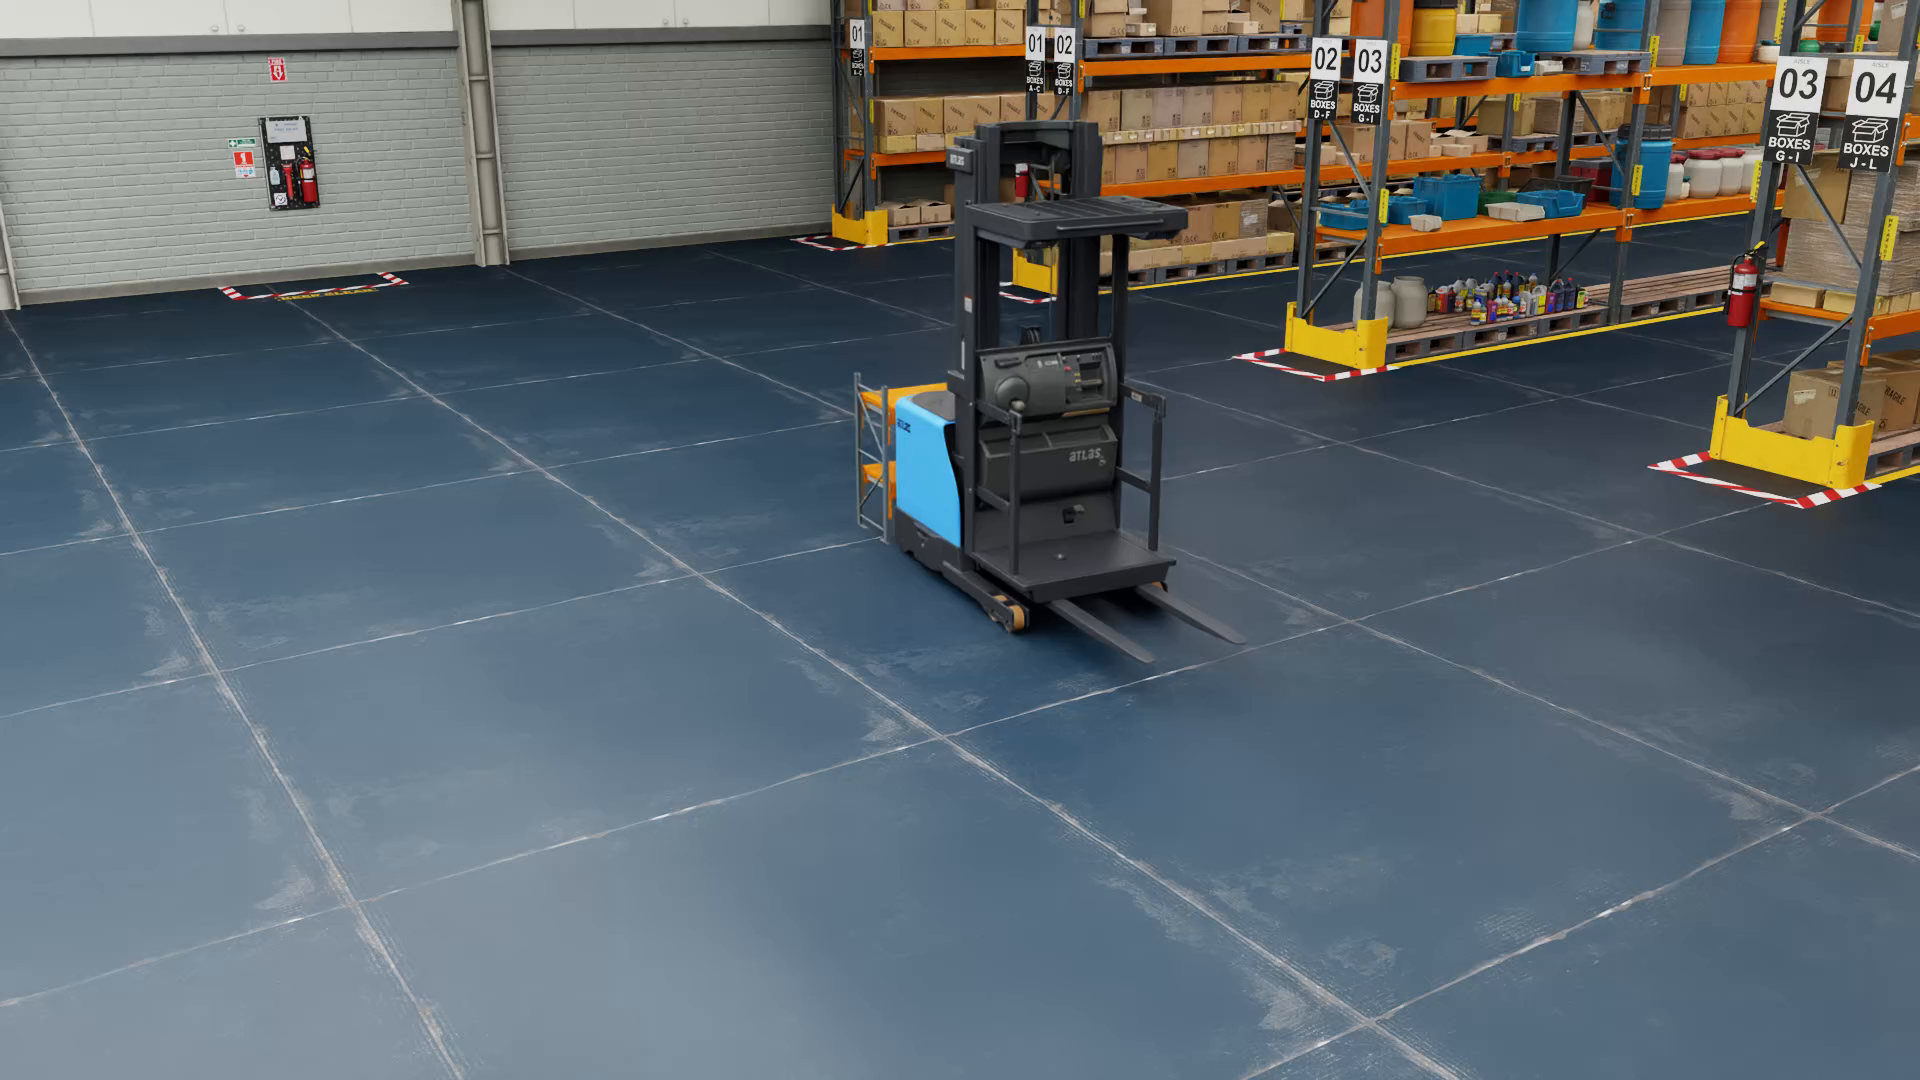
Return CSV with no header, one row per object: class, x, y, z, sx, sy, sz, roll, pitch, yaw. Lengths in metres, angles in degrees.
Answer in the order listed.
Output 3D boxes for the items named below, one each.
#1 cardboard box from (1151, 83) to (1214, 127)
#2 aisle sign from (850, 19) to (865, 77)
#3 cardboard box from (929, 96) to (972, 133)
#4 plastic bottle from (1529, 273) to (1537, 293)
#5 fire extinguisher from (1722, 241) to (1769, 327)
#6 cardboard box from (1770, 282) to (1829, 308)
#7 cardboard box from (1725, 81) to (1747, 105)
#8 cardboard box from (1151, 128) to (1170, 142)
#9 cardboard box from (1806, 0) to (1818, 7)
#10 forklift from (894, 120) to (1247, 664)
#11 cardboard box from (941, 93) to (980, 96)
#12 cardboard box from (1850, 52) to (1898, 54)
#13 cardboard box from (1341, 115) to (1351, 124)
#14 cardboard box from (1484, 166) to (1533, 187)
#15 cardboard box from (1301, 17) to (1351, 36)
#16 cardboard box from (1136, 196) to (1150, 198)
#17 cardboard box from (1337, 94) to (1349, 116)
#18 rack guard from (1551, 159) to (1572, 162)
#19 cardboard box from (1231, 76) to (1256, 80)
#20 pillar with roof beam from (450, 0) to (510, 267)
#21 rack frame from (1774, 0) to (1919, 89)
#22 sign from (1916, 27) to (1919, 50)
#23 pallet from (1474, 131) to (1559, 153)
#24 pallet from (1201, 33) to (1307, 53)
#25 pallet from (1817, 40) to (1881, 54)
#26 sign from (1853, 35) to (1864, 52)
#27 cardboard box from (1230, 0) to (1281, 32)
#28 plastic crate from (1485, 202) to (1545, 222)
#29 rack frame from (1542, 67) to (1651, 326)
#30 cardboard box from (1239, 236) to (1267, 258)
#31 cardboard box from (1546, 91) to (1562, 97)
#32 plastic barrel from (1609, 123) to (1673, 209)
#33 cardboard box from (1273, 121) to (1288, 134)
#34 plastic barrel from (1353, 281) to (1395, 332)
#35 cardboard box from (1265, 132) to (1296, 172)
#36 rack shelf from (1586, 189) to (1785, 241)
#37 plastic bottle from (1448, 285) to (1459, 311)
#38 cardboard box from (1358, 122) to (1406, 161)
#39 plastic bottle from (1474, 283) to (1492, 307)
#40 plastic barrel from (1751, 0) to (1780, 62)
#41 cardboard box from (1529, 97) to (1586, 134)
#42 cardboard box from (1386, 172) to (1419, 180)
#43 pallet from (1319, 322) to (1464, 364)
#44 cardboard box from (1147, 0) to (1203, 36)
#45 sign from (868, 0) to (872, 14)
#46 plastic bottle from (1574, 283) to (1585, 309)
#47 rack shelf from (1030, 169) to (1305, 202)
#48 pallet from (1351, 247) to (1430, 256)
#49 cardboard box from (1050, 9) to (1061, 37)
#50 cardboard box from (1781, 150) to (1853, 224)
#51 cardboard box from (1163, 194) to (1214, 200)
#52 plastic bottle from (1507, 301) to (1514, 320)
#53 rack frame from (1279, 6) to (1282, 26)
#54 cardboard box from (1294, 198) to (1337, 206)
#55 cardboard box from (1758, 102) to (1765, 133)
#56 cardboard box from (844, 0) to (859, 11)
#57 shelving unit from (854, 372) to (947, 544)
cardboard box,2.861,-5.648,21.587,0.500,0.500,0.700,-12,22,-31
aisle sign,-1.478,-7.090,23.974,0.004,0.787,0.394,-12,22,-31
cardboard box,-0.166,-6.422,25.090,0.500,0.500,0.500,-13,22,-33
plastic bottle,6.699,-2.983,19.458,0.097,0.271,0.097,0,19,0
fire extinguisher,6.241,-2.043,13.225,0.183,0.674,0.296,-12,22,-31
cardboard box,6.714,-1.963,13.260,0.250,0.149,0.380,-12,22,-31
cardboard box,12.575,-7.451,27.383,0.500,0.500,0.500,-13,22,-33
cardboard box,2.452,-5.175,21.201,0.250,0.149,0.380,-13,23,-33
cardboard box,14.087,-9.292,28.147,0.500,0.500,0.700,-12,22,-31
forklift,0.650,-0.989,10.094,1.130,2.935,3.031,-9,21,-25
cardboard box,-0.031,-6.652,25.769,0.500,0.500,0.500,-12,22,-31
cardboard box,7.297,-3.790,13.201,0.250,0.149,0.380,-12,22,-31
cardboard box,6.776,-7.520,29.666,0.250,0.149,0.380,-12,22,-31
cardboard box,8.523,-5.654,25.831,0.500,0.250,0.500,-11,22,-29
cardboard box,5.005,-6.986,22.621,0.500,0.250,0.500,-9,21,-26
cardboard box,2.767,-5.919,27.784,0.500,0.500,0.700,-12,22,-32
cardboard box,6.502,-7.752,29.340,0.500,0.500,0.500,-12,22,-32
rack guard,11.800,-7.590,33.414,0.348,0.500,1.175,-12,22,-31
cardboard box,4.827,-7.855,28.439,0.250,0.149,0.380,-16,24,-38
pillar with roof beam,-4.118,-6.940,18.221,0.400,9.000,9.100,-12,22,-31
rack frame,6.590,-4.819,11.947,0.127,3.000,1.000,-12,22,-31
sign,6.888,-3.667,11.858,0.005,0.325,0.100,-12,22,-31
pallet,8.353,-6.083,25.355,1.003,0.211,1.213,-12,22,-31
pallet,3.787,-6.553,21.900,1.213,0.211,1.003,-12,22,-31
pallet,11.240,-6.151,20.866,1.213,0.211,1.003,-12,22,-31
sign,10.855,-5.936,20.099,0.005,0.325,0.100,-12,22,-31
cardboard box,3.919,-7.047,22.192,0.500,0.500,0.500,-10,21,-27
plastic crate,5.989,-3.527,17.906,0.437,0.136,0.530,-12,22,-31
rack frame,7.206,-4.006,18.911,0.127,3.000,1.000,-12,22,-31
cardboard box,3.795,-4.002,22.537,0.500,0.250,0.500,-12,22,-31
cardboard box,11.359,-8.819,32.679,0.700,0.700,0.980,-11,21,-29
plastic barrel,7.696,-4.230,18.792,0.708,0.901,0.600,-12,22,-31
cardboard box,4.168,-5.538,22.273,0.250,0.149,0.380,-12,22,-33
plastic barrel,4.373,-2.458,17.561,0.421,0.512,0.421,0,19,0
cardboard box,4.118,-5.299,22.579,0.500,0.500,0.700,-13,22,-33
rack shelf,8.877,-4.017,20.068,4.000,0.370,1.077,-12,22,-31
plastic bottle,5.500,-2.722,18.678,0.135,0.276,0.152,-13,22,-33
cardboard box,5.994,-5.691,23.738,0.500,0.500,0.500,-12,22,-31
plastic bottle,5.894,-2.750,18.760,0.135,0.276,0.152,-12,22,-31
plastic barrel,9.742,-6.282,20.178,0.600,0.901,0.600,0,19,0
cardboard box,9.159,-6.533,25.575,0.500,0.500,0.700,-8,20,-21
cardboard box,7.968,-7.096,30.753,0.750,0.750,0.750,-12,22,-31
pallet,4.585,-2.148,17.769,1.213,0.211,1.003,-12,22,-31
cardboard box,2.682,-6.580,20.810,0.500,0.500,0.500,-12,22,-31
sign,-1.285,-7.641,23.615,0.005,0.325,0.100,-12,22,-31
plastic bottle,6.986,-2.755,18.763,0.133,0.283,0.061,-11,21,-29
rack shelf,2.815,-4.638,21.905,4.000,0.370,1.077,-12,22,-31
pallet,6.099,-4.367,24.332,1.213,0.211,1.003,-12,22,-31
cardboard box,1.470,-7.978,25.789,0.500,0.500,0.500,-11,22,-30
cardboard box,6.913,-2.802,13.166,0.500,0.500,0.500,-12,22,-31
cardboard box,3.091,-4.409,22.570,0.500,0.500,0.500,-12,22,-31
plastic bottle,6.004,-2.516,18.185,0.097,0.201,0.097,0,19,0
rack frame,5.098,-10.202,27.872,0.127,3.000,1.000,-12,22,-31
cardboard box,5.097,-4.735,23.829,0.500,0.311,0.500,-11,22,-30
cardboard box,13.432,-7.162,28.090,0.500,0.500,0.500,-12,22,-31
cardboard box,-1.367,-8.049,24.437,0.500,0.500,0.500,-11,21,-29
shelving unit,-0.166,-0.653,11.919,1.048,1.125,0.538,-9,21,-26
